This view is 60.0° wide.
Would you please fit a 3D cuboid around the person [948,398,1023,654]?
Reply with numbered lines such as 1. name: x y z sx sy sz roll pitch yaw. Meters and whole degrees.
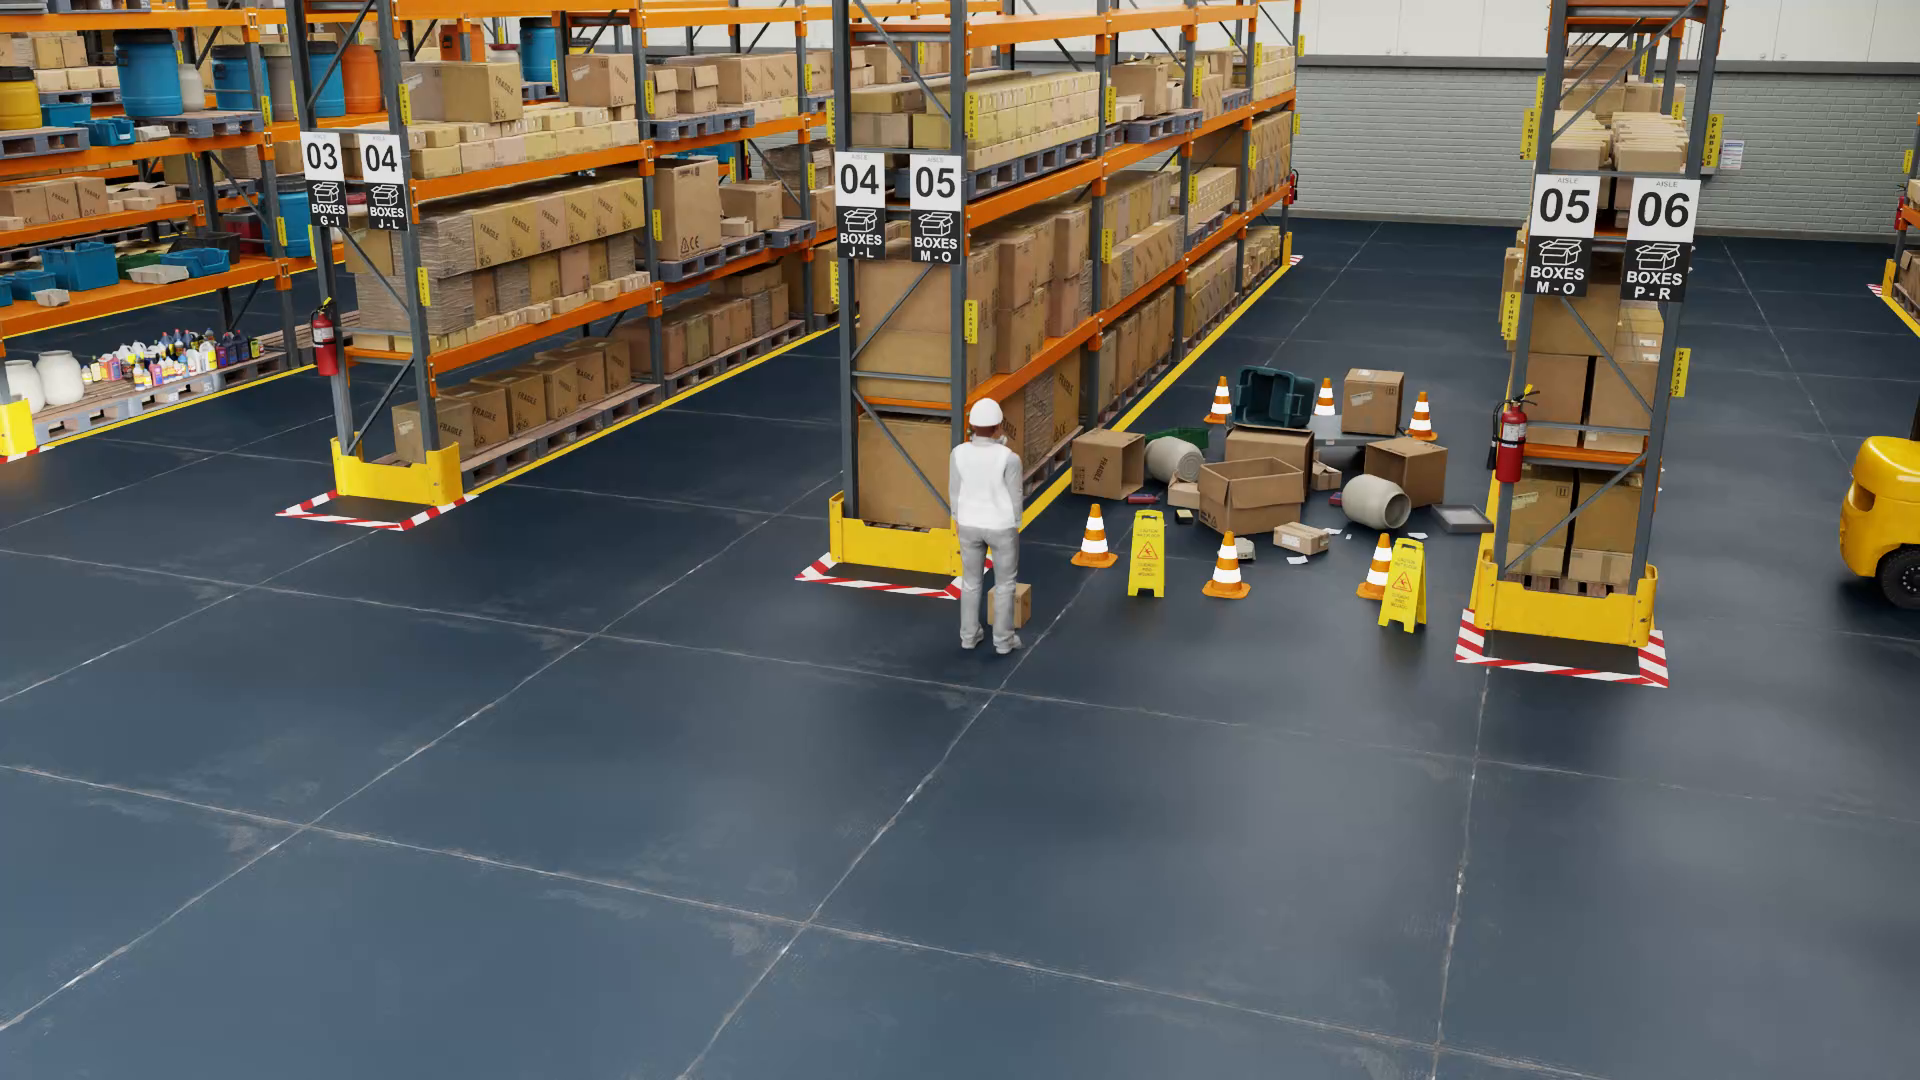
1. person: 0.182 -0.105 11.348 0.532 1.768 0.360 7 20 19
